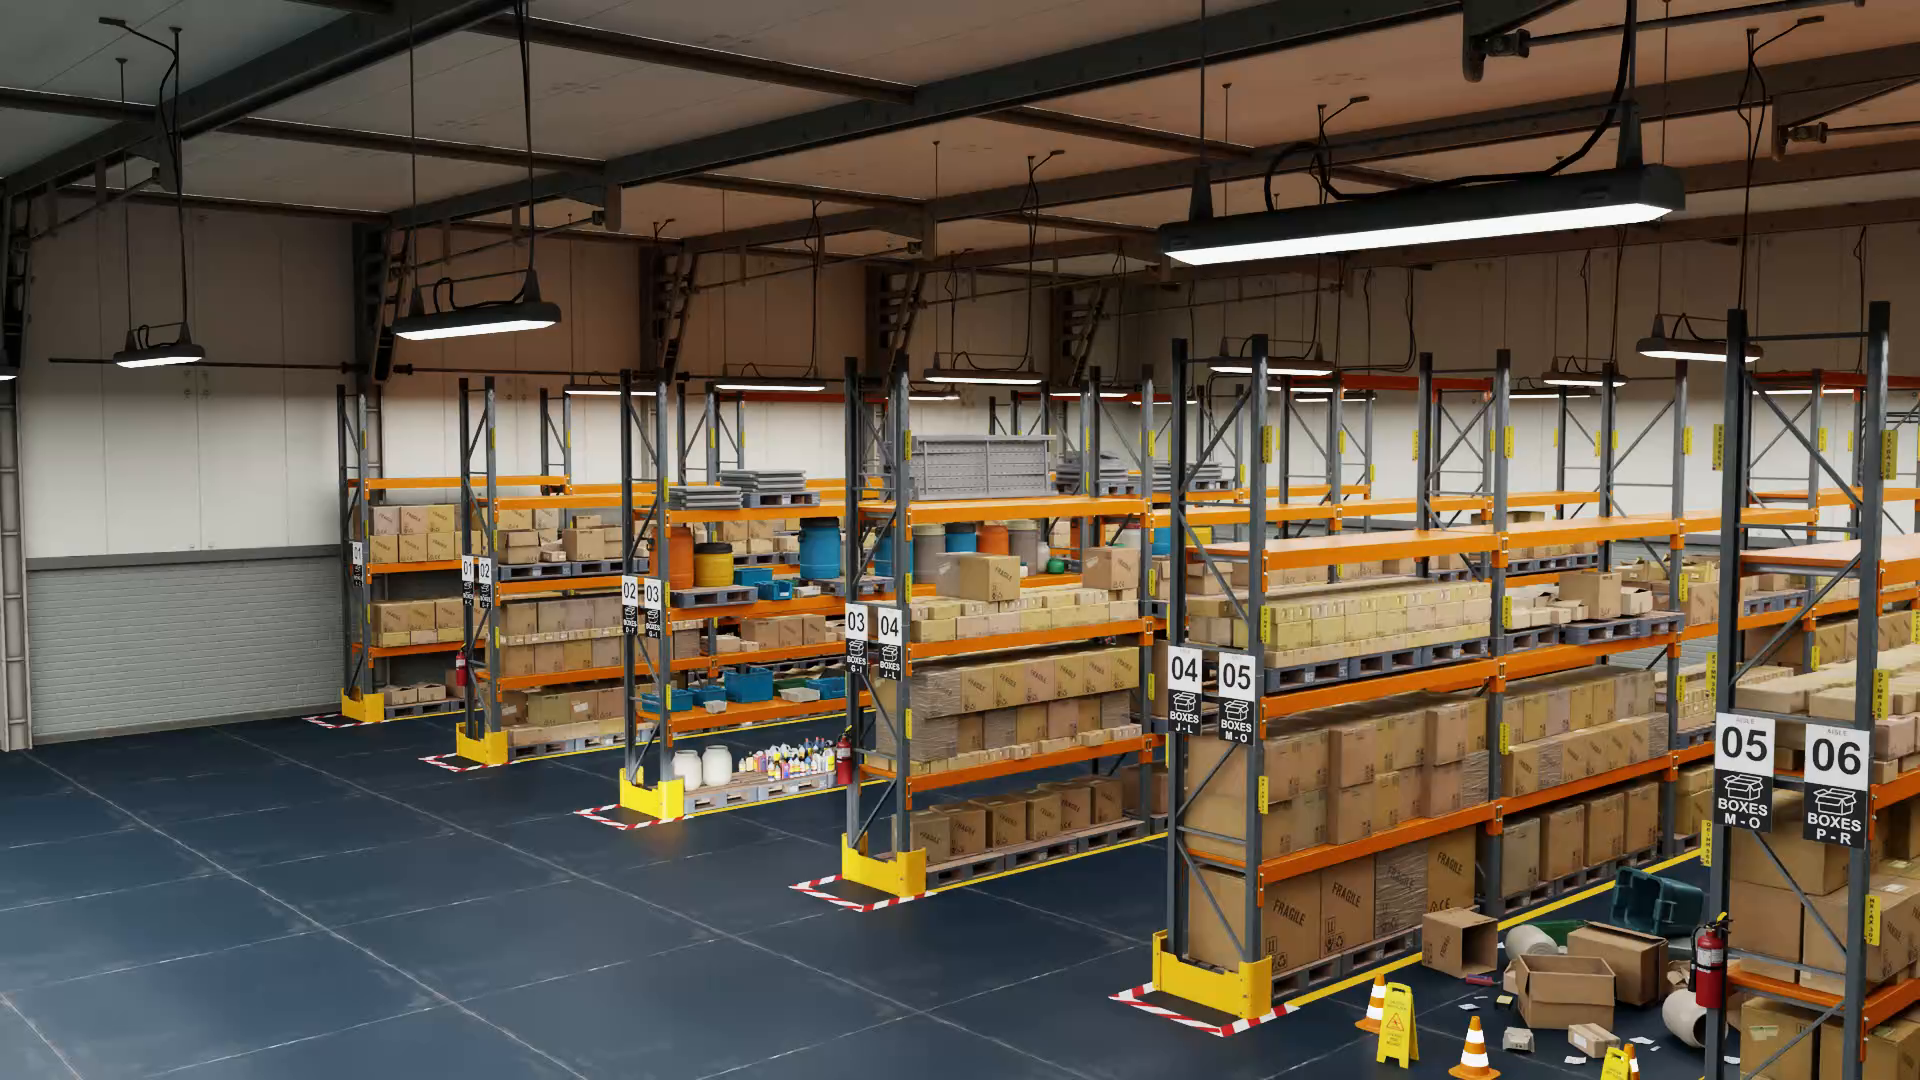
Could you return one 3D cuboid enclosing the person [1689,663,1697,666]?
[{"bbox_3d":[11.379,2.686,25.681,0.662,1.617,0.604,-4,5,-45],"label":"person"}]
